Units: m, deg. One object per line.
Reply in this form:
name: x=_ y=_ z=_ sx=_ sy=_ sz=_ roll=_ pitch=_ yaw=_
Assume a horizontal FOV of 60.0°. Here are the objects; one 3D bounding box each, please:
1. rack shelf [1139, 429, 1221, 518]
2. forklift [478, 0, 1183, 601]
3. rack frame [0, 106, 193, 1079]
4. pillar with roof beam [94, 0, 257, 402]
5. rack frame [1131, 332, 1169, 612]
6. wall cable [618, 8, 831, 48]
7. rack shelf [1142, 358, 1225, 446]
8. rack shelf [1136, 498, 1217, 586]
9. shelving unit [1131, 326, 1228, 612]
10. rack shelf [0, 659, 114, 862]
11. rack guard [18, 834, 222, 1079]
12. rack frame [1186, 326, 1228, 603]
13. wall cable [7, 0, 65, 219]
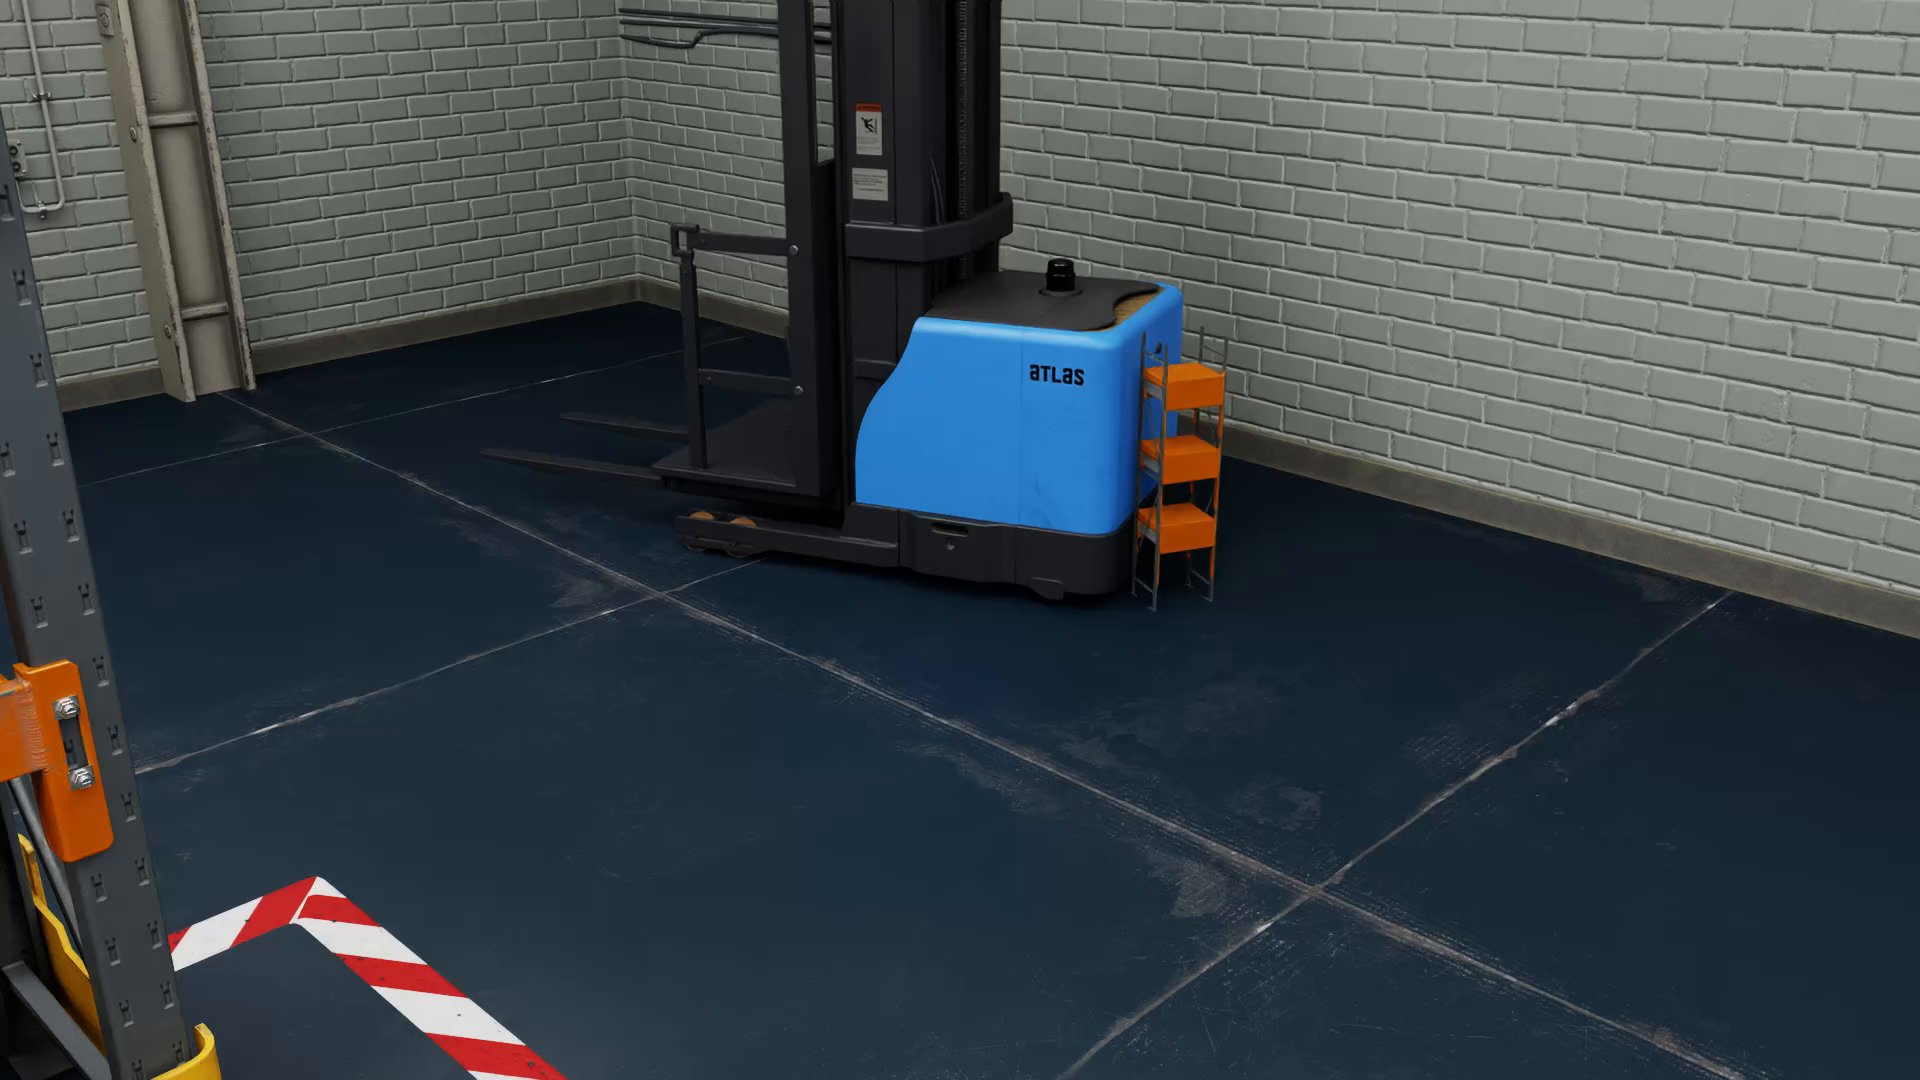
rack shelf: x=0.825 y=-0.253 z=6.299 sx=0.240 sy=0.259 sz=0.215 roll=-8 pitch=23 yaw=-19
forklift: x=-0.641 y=-1.458 z=6.782 sx=3.031 sy=2.935 sz=1.130 roll=8 pitch=23 yaw=21
rack frame: x=-1.882 y=-0.087 z=3.120 sx=1.000 sy=3.000 sz=0.127 roll=19 pitch=28 yaw=41
pillar with roof beam: x=-1.085 y=-3.959 z=4.833 sx=9.100 sy=9.000 sz=0.400 roll=19 pitch=28 yaw=41
rack frame: x=0.711 y=-0.248 z=6.255 sx=0.008 sy=1.050 sz=0.200 roll=-8 pitch=23 yaw=-19
wall cable: x=-1.232 y=-4.041 z=9.374 sx=3.097 sy=2.526 sz=0.112 roll=19 pitch=28 yaw=41
rack shelf: x=0.825 y=-0.518 z=6.197 sx=0.240 sy=0.259 sz=0.215 roll=-8 pitch=23 yaw=-19
rack shelf: x=0.825 y=0.006 z=6.399 sx=0.240 sy=0.259 sz=0.215 roll=-8 pitch=23 yaw=-19
shelving unit: x=0.825 y=-0.263 z=6.295 sx=0.252 sy=1.050 sz=0.215 roll=-8 pitch=23 yaw=-19
rack shelf: x=-3.277 y=0.763 z=1.911 sx=1.077 sy=0.370 sz=4.000 roll=19 pitch=28 yaw=41
rack guard: x=-1.935 y=1.099 z=3.518 sx=1.175 sy=0.500 sz=0.348 roll=19 pitch=28 yaw=41
rack frame: x=0.939 y=-0.279 z=6.336 sx=0.008 sy=1.050 sz=0.200 roll=-8 pitch=23 yaw=-19
wall cable: x=-5.218 y=-2.366 z=7.633 sx=0.084 sy=1.984 sz=1.851 roll=19 pitch=28 yaw=41
